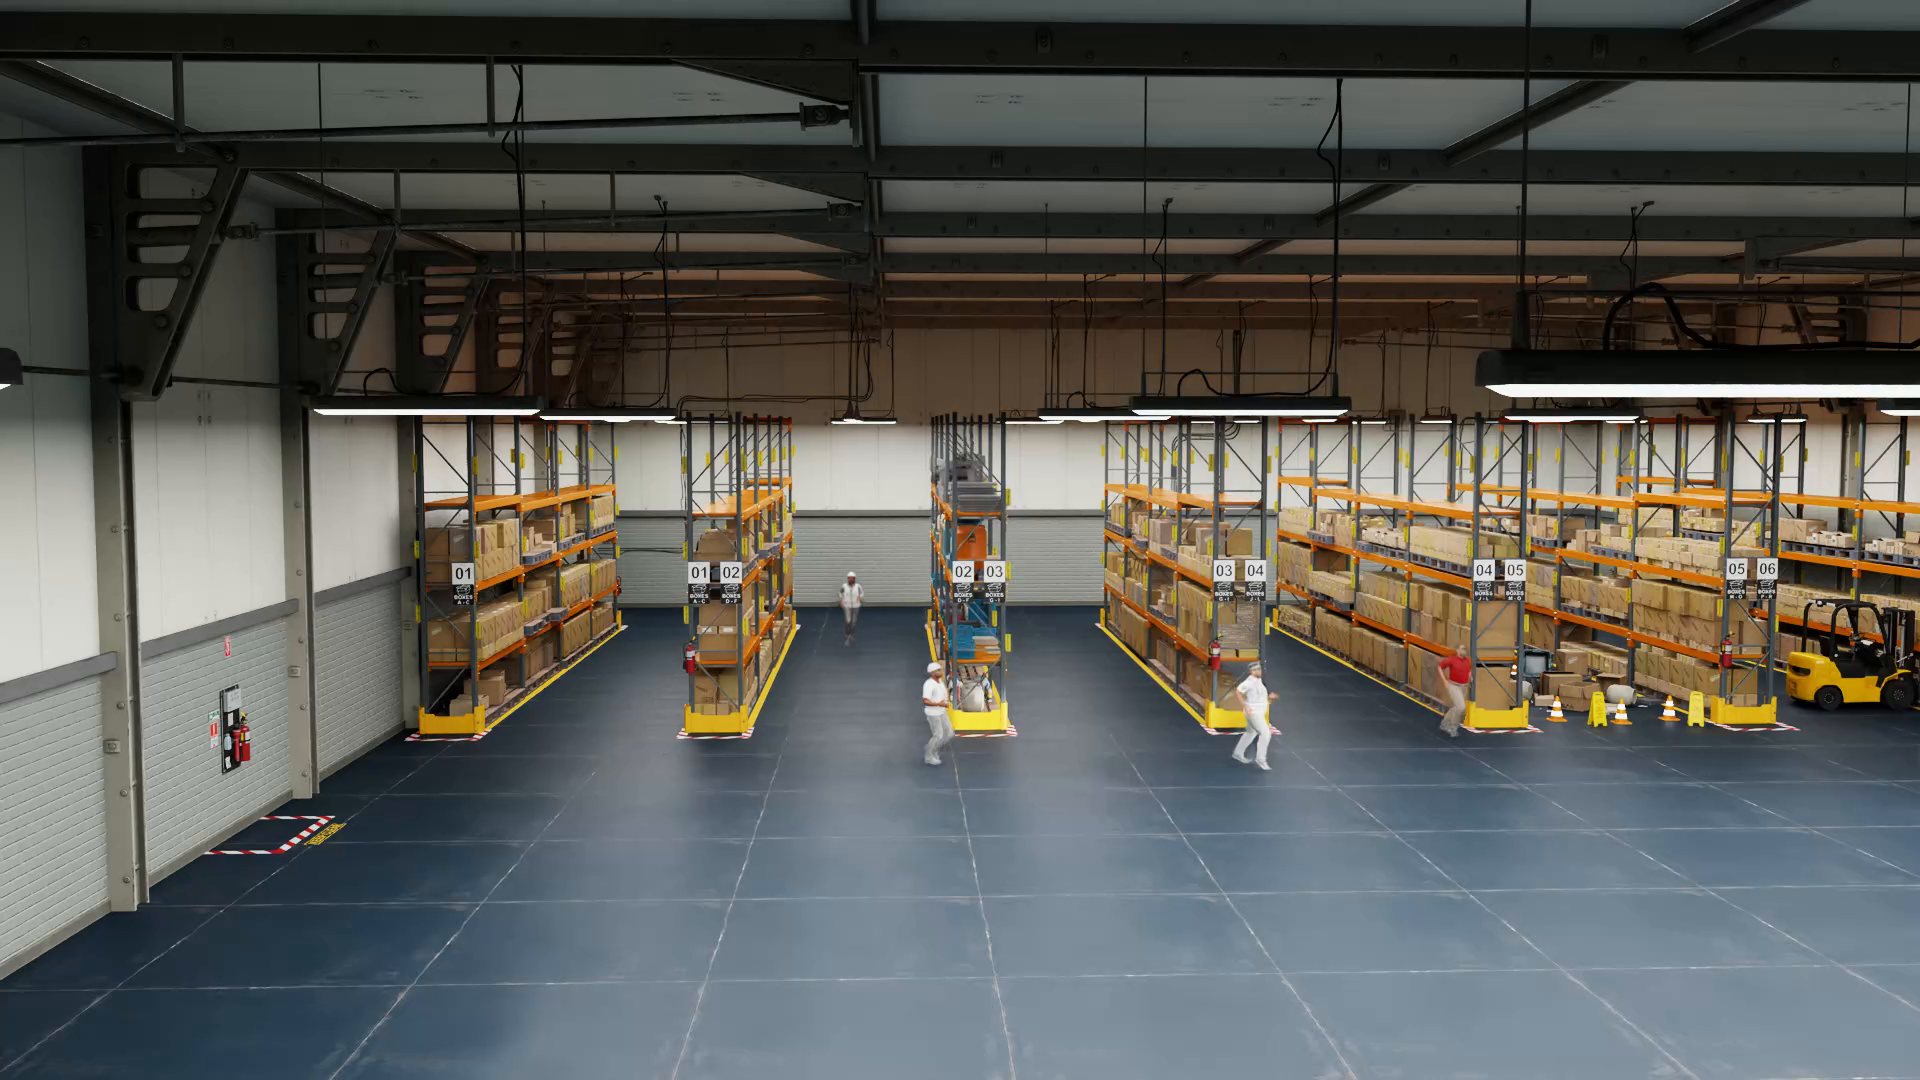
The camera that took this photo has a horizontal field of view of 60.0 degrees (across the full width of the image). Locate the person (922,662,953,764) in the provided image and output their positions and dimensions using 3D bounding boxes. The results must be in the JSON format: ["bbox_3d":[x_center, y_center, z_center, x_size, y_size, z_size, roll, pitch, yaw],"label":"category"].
[{"bbox_3d":[-0.355,2.946,28.188,0.556,1.752,0.684,2,4,25],"label":"person"}]

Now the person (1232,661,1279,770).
[{"bbox_3d":[4.948,2.946,27.933,0.790,1.855,0.629,1,4,19],"label":"person"}]

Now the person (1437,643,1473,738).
[{"bbox_3d":[9.209,2.808,30.824,0.657,1.790,0.710,-3,5,-33],"label":"person"}]

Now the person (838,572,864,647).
[{"bbox_3d":[-2.731,1.742,41.969,0.647,1.876,0.736,-1,4,-12],"label":"person"}]
